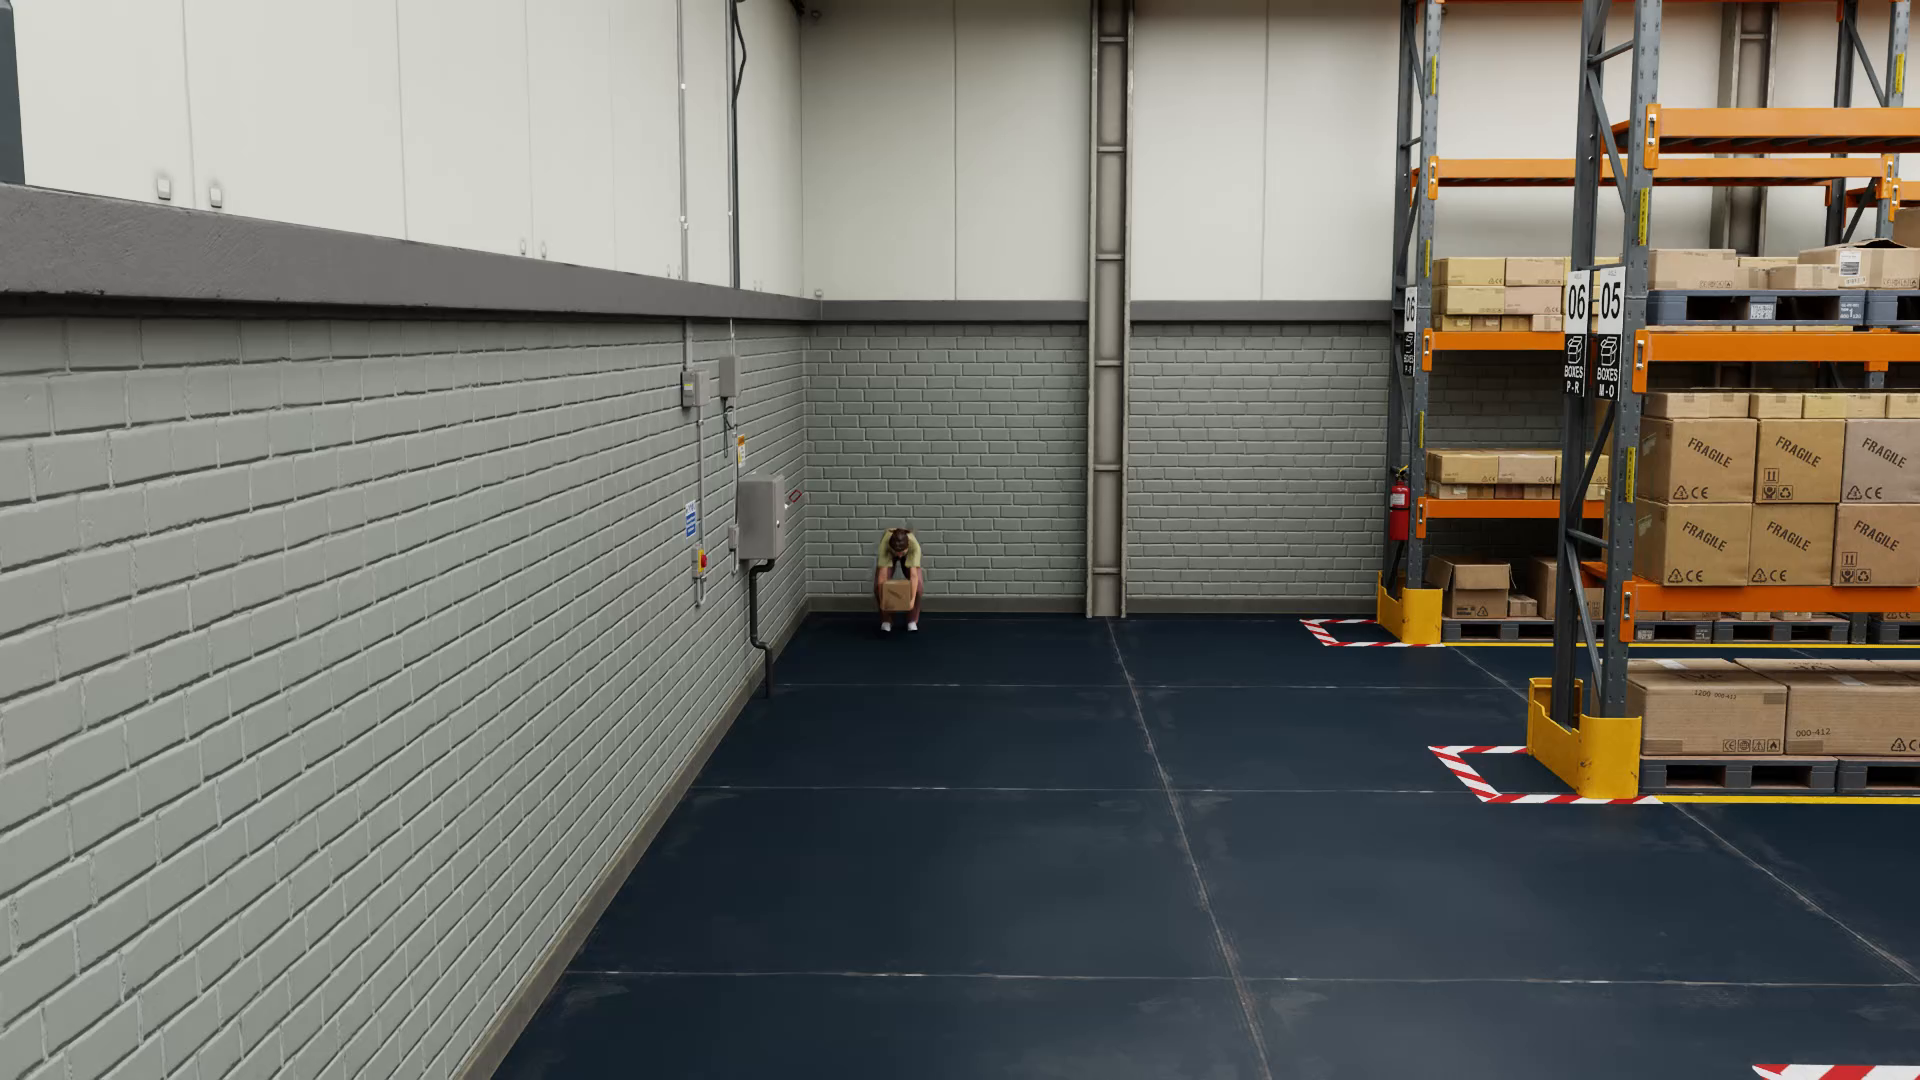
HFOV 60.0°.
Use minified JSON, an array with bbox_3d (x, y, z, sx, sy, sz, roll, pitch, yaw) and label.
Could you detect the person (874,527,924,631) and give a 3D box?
[{"bbox_3d":[-0.573,0.361,15.501,0.466,1.031,0.868,0,7,-2],"label":"person"}]
